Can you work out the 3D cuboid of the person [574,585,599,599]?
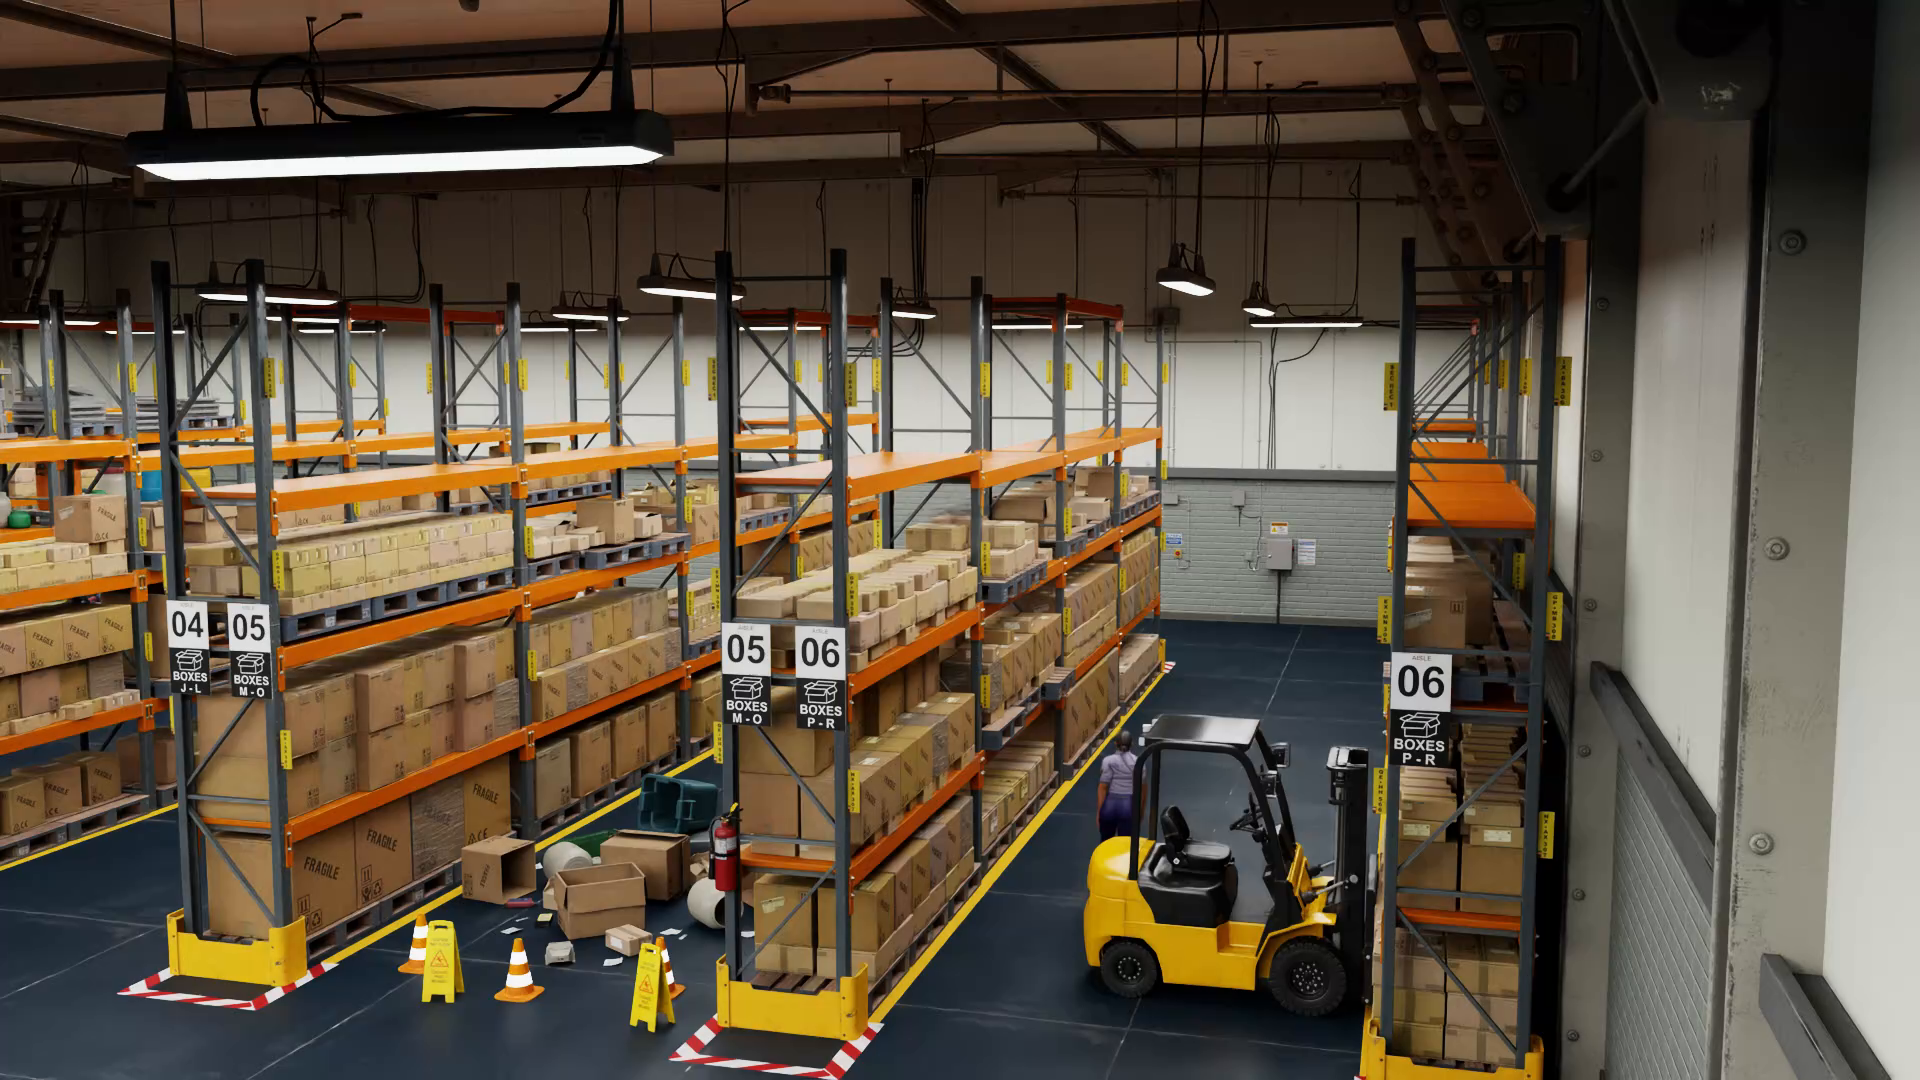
[{"bbox_3d":[-6.094,1.415,27.253,0.566,1.704,1.077,2,6,17],"label":"person"}]

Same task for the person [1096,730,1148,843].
[{"bbox_3d":[1.562,2.681,16.128,0.501,1.693,0.600,1,6,11],"label":"person"}]
